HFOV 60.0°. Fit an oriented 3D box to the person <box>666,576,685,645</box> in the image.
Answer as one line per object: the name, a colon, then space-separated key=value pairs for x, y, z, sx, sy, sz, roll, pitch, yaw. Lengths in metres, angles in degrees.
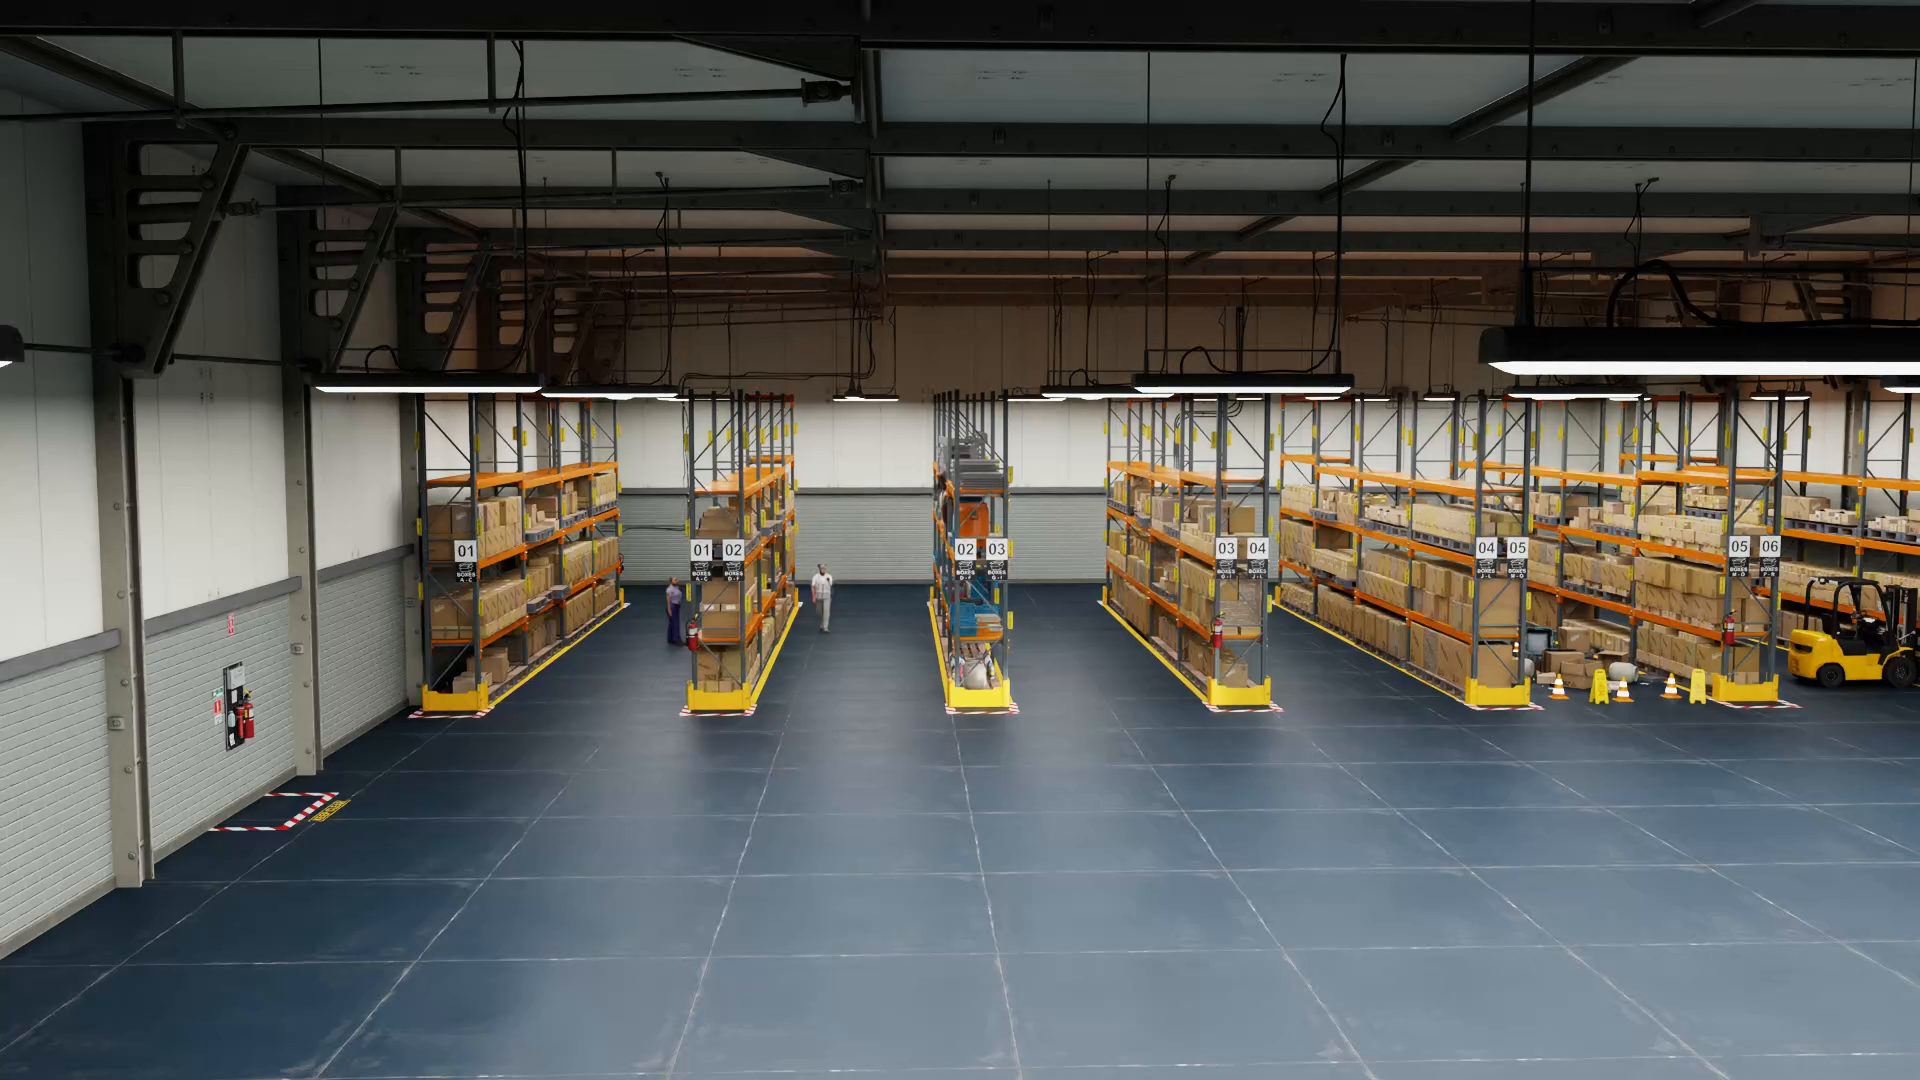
person: x=-6.728 y=1.673 z=39.643 sx=0.567 sy=1.642 sz=0.519 roll=0 pitch=5 yaw=5

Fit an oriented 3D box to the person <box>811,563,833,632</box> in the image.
person: x=-3.483 y=1.438 z=41.901 sx=0.531 sy=1.732 sz=1.021 roll=0 pitch=5 yaw=1

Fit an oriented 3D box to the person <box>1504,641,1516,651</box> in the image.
person: x=12.653 y=1.740 z=38.376 sx=0.440 sy=1.731 sz=0.573 roll=2 pitch=5 yaw=27
